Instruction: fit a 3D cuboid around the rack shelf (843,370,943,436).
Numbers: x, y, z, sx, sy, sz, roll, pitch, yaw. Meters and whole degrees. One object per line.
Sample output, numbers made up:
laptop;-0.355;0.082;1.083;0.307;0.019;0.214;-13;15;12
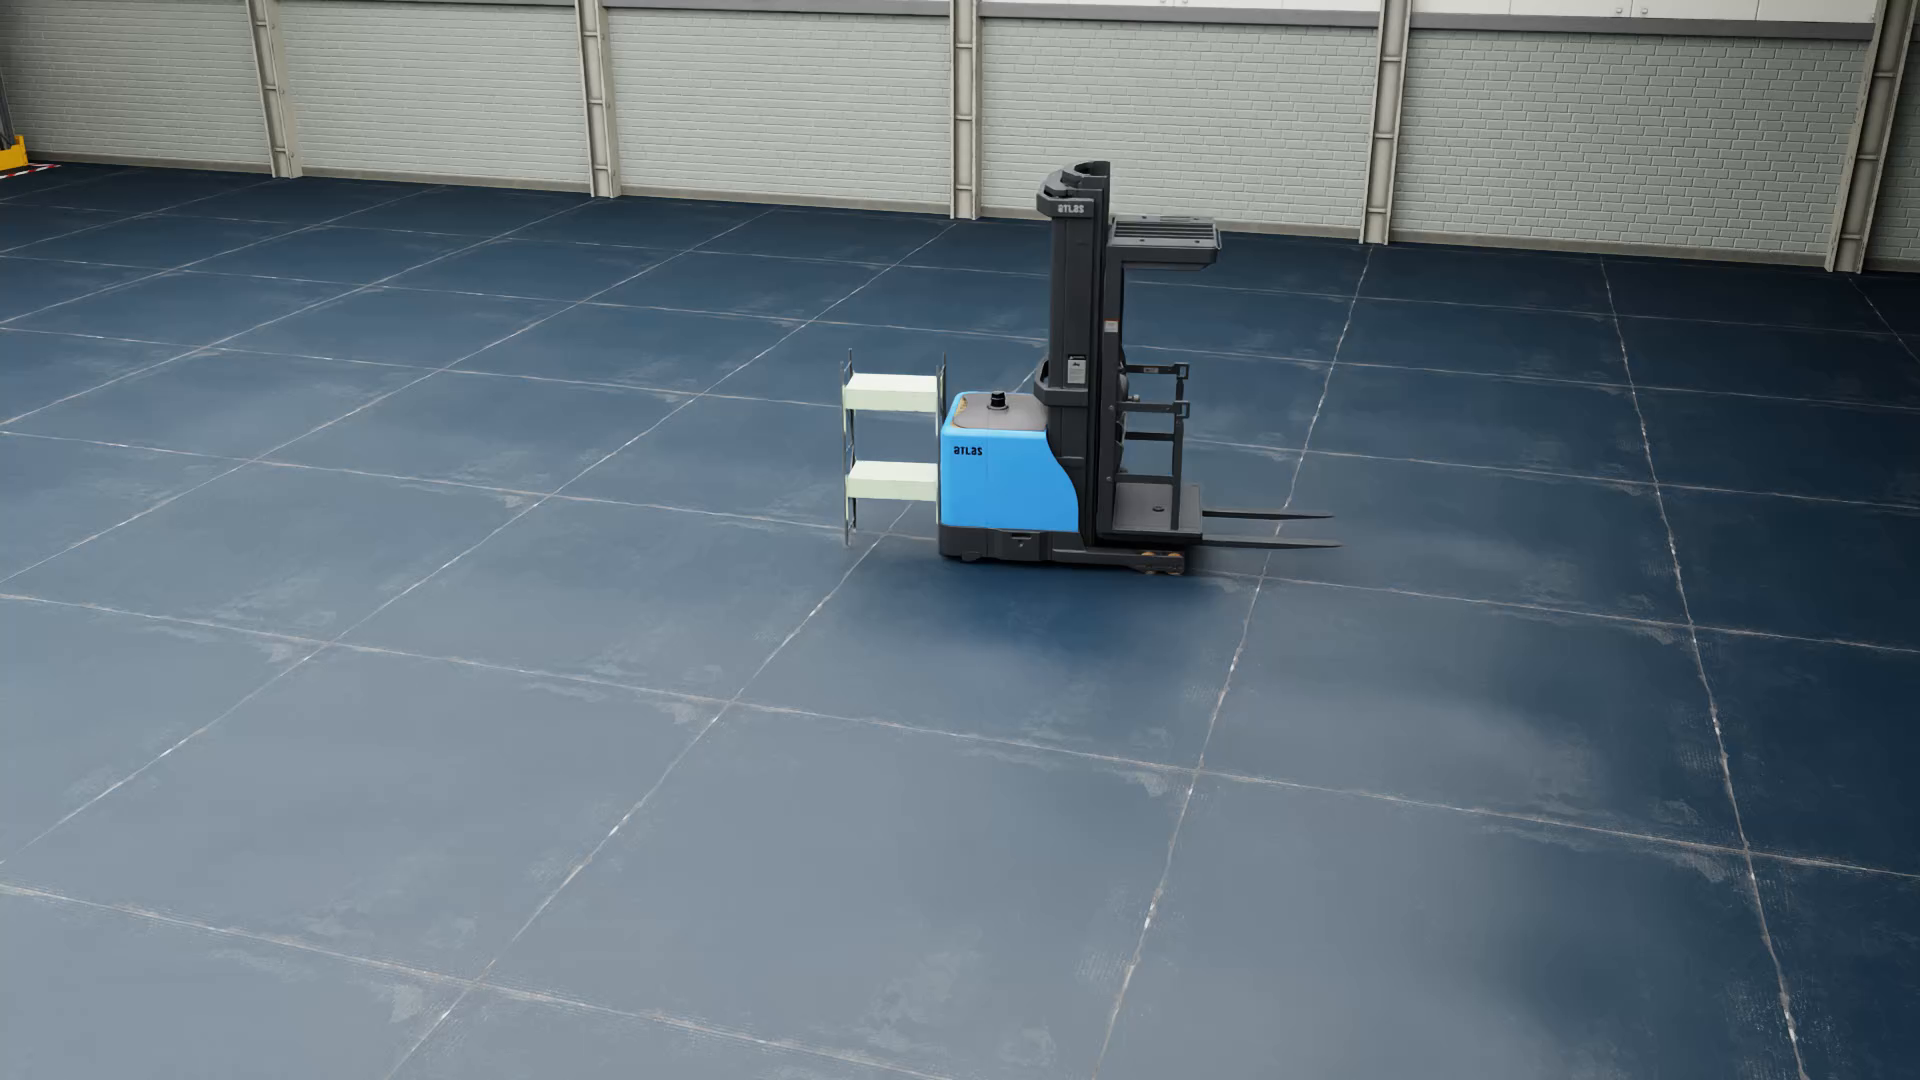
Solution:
rack shelf;-0.502;-1.053;12.737;0.720;0.370;0.431;3;22;6

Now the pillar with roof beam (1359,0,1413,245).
pillar with roof beam;4.587;-6.799;17.892;0.400;9.000;9.100;7;23;16

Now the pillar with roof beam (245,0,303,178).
pillar with roof beam;-12.646;-8.772;22.702;0.400;9.000;9.100;7;23;16

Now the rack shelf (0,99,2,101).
rack shelf;-18.655;-7.701;28.944;4.000;0.370;1.077;7;23;16

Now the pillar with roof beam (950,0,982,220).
pillar with roof beam;-1.157;-7.456;19.495;0.400;9.000;9.100;7;23;16

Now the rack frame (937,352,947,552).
rack frame;-0.139;-0.675;12.843;0.023;1.500;0.400;3;22;6

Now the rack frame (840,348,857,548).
rack frame;-0.865;-0.709;12.926;0.023;1.500;0.400;3;22;6

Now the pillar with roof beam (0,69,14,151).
pillar with roof beam;-18.390;-9.429;24.305;0.400;9.000;9.100;7;23;16

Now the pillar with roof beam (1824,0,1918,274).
pillar with roof beam;10.331;-6.141;16.288;0.400;9.000;9.100;7;23;16

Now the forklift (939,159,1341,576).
forklift;1.399;-1.303;12.489;3.031;2.935;1.130;3;22;6

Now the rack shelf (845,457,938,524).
rack shelf;-0.502;-0.390;13.008;0.720;0.370;0.431;3;22;6

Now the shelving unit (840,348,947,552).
shelving unit;-0.502;-0.692;12.885;0.755;1.500;0.431;3;22;6

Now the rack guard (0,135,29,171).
rack guard;-16.717;-6.655;28.741;0.348;0.500;1.175;7;23;16

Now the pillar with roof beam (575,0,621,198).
pillar with roof beam;-6.902;-8.114;21.098;0.400;9.000;9.100;7;23;16

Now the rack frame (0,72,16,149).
rack frame;-16.740;-7.814;28.273;0.127;3.000;1.000;7;23;16
